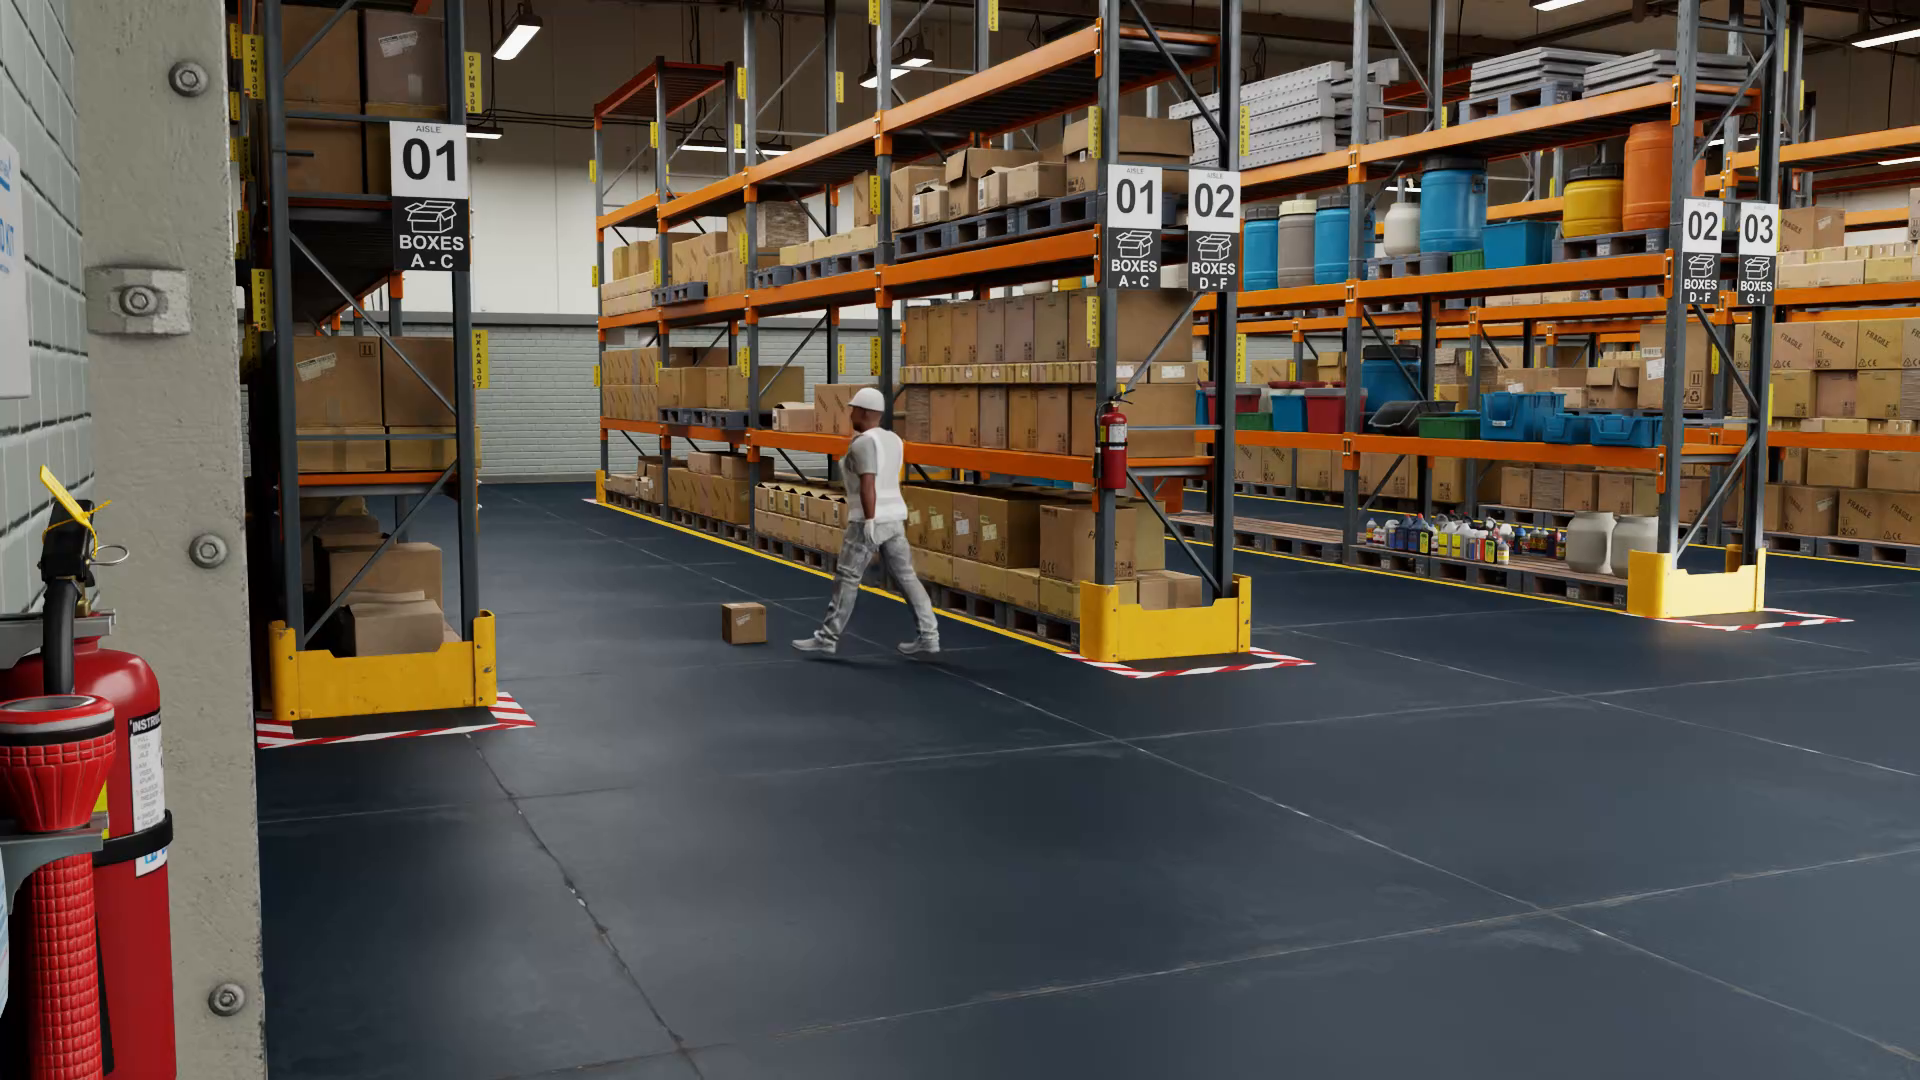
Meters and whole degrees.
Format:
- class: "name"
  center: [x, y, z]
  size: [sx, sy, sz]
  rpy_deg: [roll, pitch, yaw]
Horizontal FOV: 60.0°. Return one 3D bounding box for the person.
- class: "person"
  center: [-0.586, -0.124, 10.841]
  size: [0.977, 1.731, 0.558]
  rpy_deg: [3, 6, 30]
